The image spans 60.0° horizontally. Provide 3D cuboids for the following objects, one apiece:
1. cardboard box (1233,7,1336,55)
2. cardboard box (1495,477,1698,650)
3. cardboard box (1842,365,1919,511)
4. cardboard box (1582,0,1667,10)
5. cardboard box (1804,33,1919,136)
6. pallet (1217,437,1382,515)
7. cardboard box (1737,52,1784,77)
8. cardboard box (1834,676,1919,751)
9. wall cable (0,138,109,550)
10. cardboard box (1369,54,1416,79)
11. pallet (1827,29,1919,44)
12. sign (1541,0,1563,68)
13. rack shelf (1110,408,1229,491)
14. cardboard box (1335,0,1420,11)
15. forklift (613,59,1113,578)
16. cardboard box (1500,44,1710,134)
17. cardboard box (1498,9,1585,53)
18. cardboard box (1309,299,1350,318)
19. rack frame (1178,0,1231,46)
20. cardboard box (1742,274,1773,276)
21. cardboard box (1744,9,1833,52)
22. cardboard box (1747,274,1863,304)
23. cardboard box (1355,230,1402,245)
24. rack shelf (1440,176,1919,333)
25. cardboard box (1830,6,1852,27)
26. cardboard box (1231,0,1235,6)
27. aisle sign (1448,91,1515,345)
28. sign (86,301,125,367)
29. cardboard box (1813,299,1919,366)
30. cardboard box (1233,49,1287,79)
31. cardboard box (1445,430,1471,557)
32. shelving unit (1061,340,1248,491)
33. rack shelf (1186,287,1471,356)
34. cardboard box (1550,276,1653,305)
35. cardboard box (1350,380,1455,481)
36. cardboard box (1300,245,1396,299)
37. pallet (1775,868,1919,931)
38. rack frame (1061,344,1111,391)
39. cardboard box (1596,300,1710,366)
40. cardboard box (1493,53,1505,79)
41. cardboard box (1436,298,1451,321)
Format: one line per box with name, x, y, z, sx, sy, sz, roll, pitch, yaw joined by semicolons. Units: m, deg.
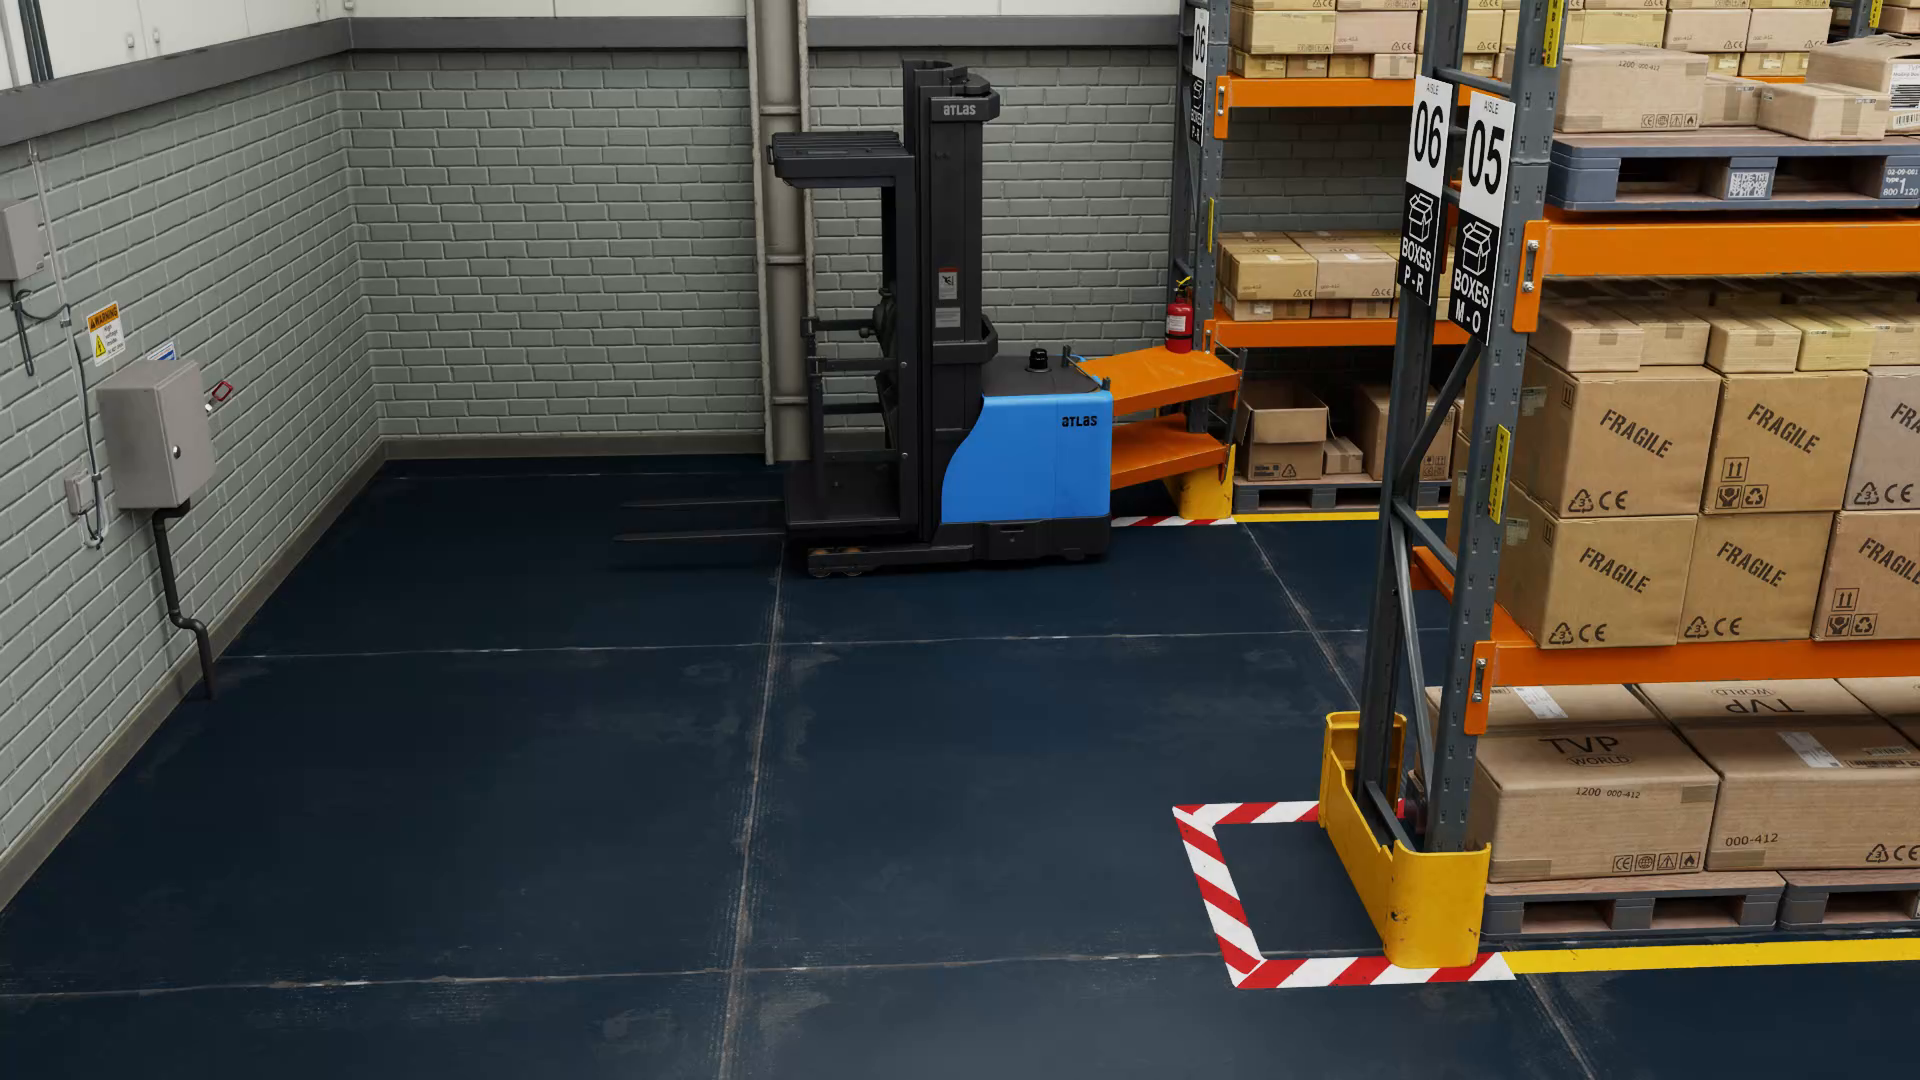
cardboard box;1.981;-3.125;10.190;0.500;0.250;0.500;-1;21;-4
cardboard box;2.305;0.066;6.090;0.500;0.500;0.500;-1;21;-3
cardboard box;3.334;-0.428;5.983;0.500;0.500;0.500;-1;21;-3
cardboard box;4.013;-3.411;10.240;0.500;0.250;0.500;-1;21;-2
cardboard box;3.306;-1.595;5.773;0.500;0.311;0.500;-1;21;-2
pallet;2.394;-0.457;11.525;1.213;0.211;1.003;-1;21;-3
cardboard box;4.929;-2.992;10.401;0.250;0.149;0.380;-1;21;-3
cardboard box;4.276;0.934;6.963;0.875;0.438;0.875;-2;21;-5
wall cable;-3.912;-0.835;7.170;0.122;1.984;0.588;-1;21;-3
cardboard box;2.626;-2.933;10.246;0.250;0.149;0.380;-1;21;-2
pallet;6.171;-3.126;10.664;1.003;0.211;1.213;-1;21;-3
sign;1.835;-1.629;5.129;0.005;0.325;0.100;-1;21;-3
rack shelf;1.168;-0.522;10.762;1.000;0.278;0.538;-14;38;-25
cardboard box;2.488;-3.370;10.132;0.500;0.250;0.500;-1;21;-3
forklift;-0.624;-1.343;10.029;3.031;2.935;1.130;-2;21;-7
cardboard box;2.253;-1.595;5.859;0.500;0.250;0.500;-3;21;-8
cardboard box;3.514;-3.167;10.301;0.500;0.250;0.500;-1;21;-4
cardboard box;2.378;-1.573;10.891;0.250;0.149;0.380;-1;21;-4
rack frame;1.522;-4.546;9.914;0.127;3.000;1.000;-1;21;-3
cardboard box;5.021;-1.796;10.914;0.500;0.250;0.500;-1;21;-2
cardboard box;5.048;-3.196;10.376;0.500;0.250;0.500;-1;21;-3
cardboard box;3.180;-0.894;6.297;0.250;0.149;0.380;-1;21;-4
cardboard box;2.976;-1.933;11.276;0.500;0.250;0.500;-1;21;-1
rack shelf;3.806;-1.085;6.051;4.000;0.370;1.077;-1;21;-3
cardboard box;5.814;-3.382;10.694;0.250;0.149;0.380;-1;21;-3
cardboard box;1.950;-3.555;10.617;0.500;0.250;0.500;-2;21;-5
aisle sign;1.754;-1.090;5.614;0.004;0.787;0.394;-1;21;-3
sign;-3.997;-0.968;7.786;0.001;0.242;0.339;-1;21;-3
cardboard box;3.224;-0.736;5.881;0.250;0.149;0.380;-1;21;-3
cardboard box;1.854;-2.951;10.293;0.250;0.149;0.380;-1;21;-2
cardboard box;2.276;-0.130;6.605;0.500;0.500;0.500;-1;21;-3
shelving unit;1.182;-0.726;10.627;1.048;1.125;0.538;-14;38;-25
rack shelf;3.519;-1.447;11.216;4.000;0.370;1.077;-1;21;-3
cardboard box;2.408;-0.888;6.281;0.250;0.149;0.380;-1;21;-2
cardboard box;2.994;-0.753;11.305;0.500;0.500;0.700;0;21;-1
cardboard box;2.494;-1.735;10.755;0.500;0.250;0.500;-1;21;-2
pallet;3.818;1.256;7.025;1.213;0.211;1.003;-1;21;-3
rack frame;0.736;-0.615;10.411;0.032;1.125;0.500;-14;38;-25
cardboard box;2.437;-0.736;5.880;0.250;0.149;0.380;-1;21;-2
cardboard box;3.390;-2.947;10.284;0.250;0.149;0.380;-1;21;-3
cardboard box;3.155;-1.543;10.810;0.250;0.149;0.380;-2;21;-5
